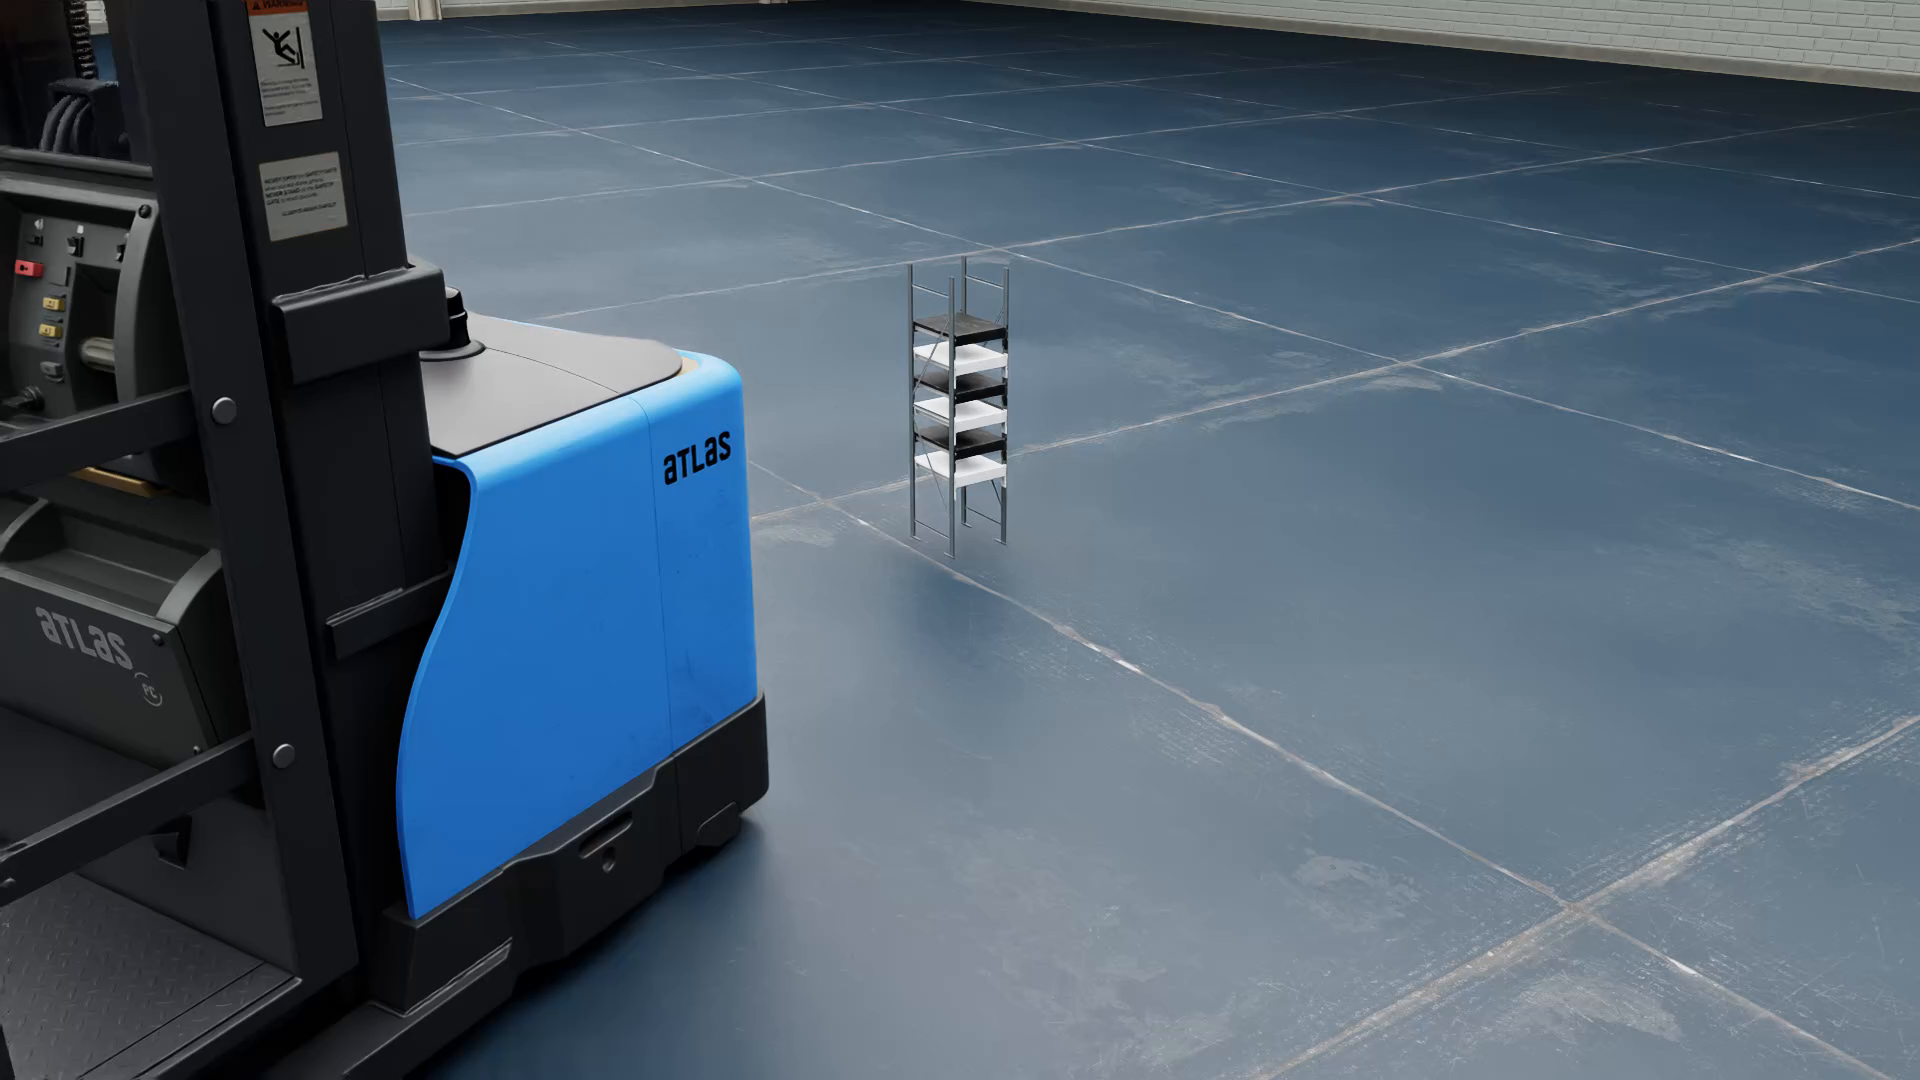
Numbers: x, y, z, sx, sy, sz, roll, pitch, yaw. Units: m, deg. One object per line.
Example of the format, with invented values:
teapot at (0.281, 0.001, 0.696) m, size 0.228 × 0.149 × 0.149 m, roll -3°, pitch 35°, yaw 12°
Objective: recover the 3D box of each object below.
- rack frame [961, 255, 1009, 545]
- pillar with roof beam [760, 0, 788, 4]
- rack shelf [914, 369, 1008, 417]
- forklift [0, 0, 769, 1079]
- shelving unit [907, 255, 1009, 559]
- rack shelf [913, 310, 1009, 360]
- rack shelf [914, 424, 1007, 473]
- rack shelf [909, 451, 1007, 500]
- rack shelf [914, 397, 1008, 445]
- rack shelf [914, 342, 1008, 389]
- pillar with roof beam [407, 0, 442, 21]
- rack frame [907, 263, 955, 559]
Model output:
rack frame at (0.076, -0.438, 5.280) m, size 0.006 × 0.900 × 0.240 m, roll -15°, pitch 26°, yaw -33°
pillar with roof beam at (-0.664, -12.029, 23.400) m, size 0.400 × 9.000 × 9.100 m, roll -15°, pitch 26°, yaw -33°
rack shelf at (-0.007, -0.469, 5.204) m, size 0.200 × 0.077 × 0.258 m, roll -15°, pitch 26°, yaw -33°
forklift at (-1.619, -0.361, 2.346) m, size 1.130 × 2.935 × 3.031 m, roll 12°, pitch 25°, yaw 28°
shelving unit at (-0.007, -0.416, 5.225) m, size 0.210 × 0.900 × 0.258 m, roll -15°, pitch 26°, yaw -33°
rack shelf at (-0.007, -0.636, 5.137) m, size 0.200 × 0.077 × 0.258 m, roll -15°, pitch 26°, yaw -33°
rack shelf at (-0.007, -0.302, 5.271) m, size 0.200 × 0.077 × 0.258 m, roll -15°, pitch 26°, yaw -33°
rack shelf at (-0.007, -0.218, 5.304) m, size 0.200 × 0.077 × 0.258 m, roll -15°, pitch 26°, yaw -33°
rack shelf at (-0.007, -0.385, 5.238) m, size 0.200 × 0.077 × 0.258 m, roll -15°, pitch 26°, yaw -33°
rack shelf at (-0.007, -0.552, 5.171) m, size 0.200 × 0.077 × 0.258 m, roll -15°, pitch 26°, yaw -33°
pillar with roof beam at (-5.535, -10.730, 20.145) m, size 0.400 × 9.000 × 9.100 m, roll -15°, pitch 26°, yaw -33°
rack frame at (-0.089, -0.394, 5.170) m, size 0.006 × 0.900 × 0.240 m, roll -15°, pitch 26°, yaw -33°
